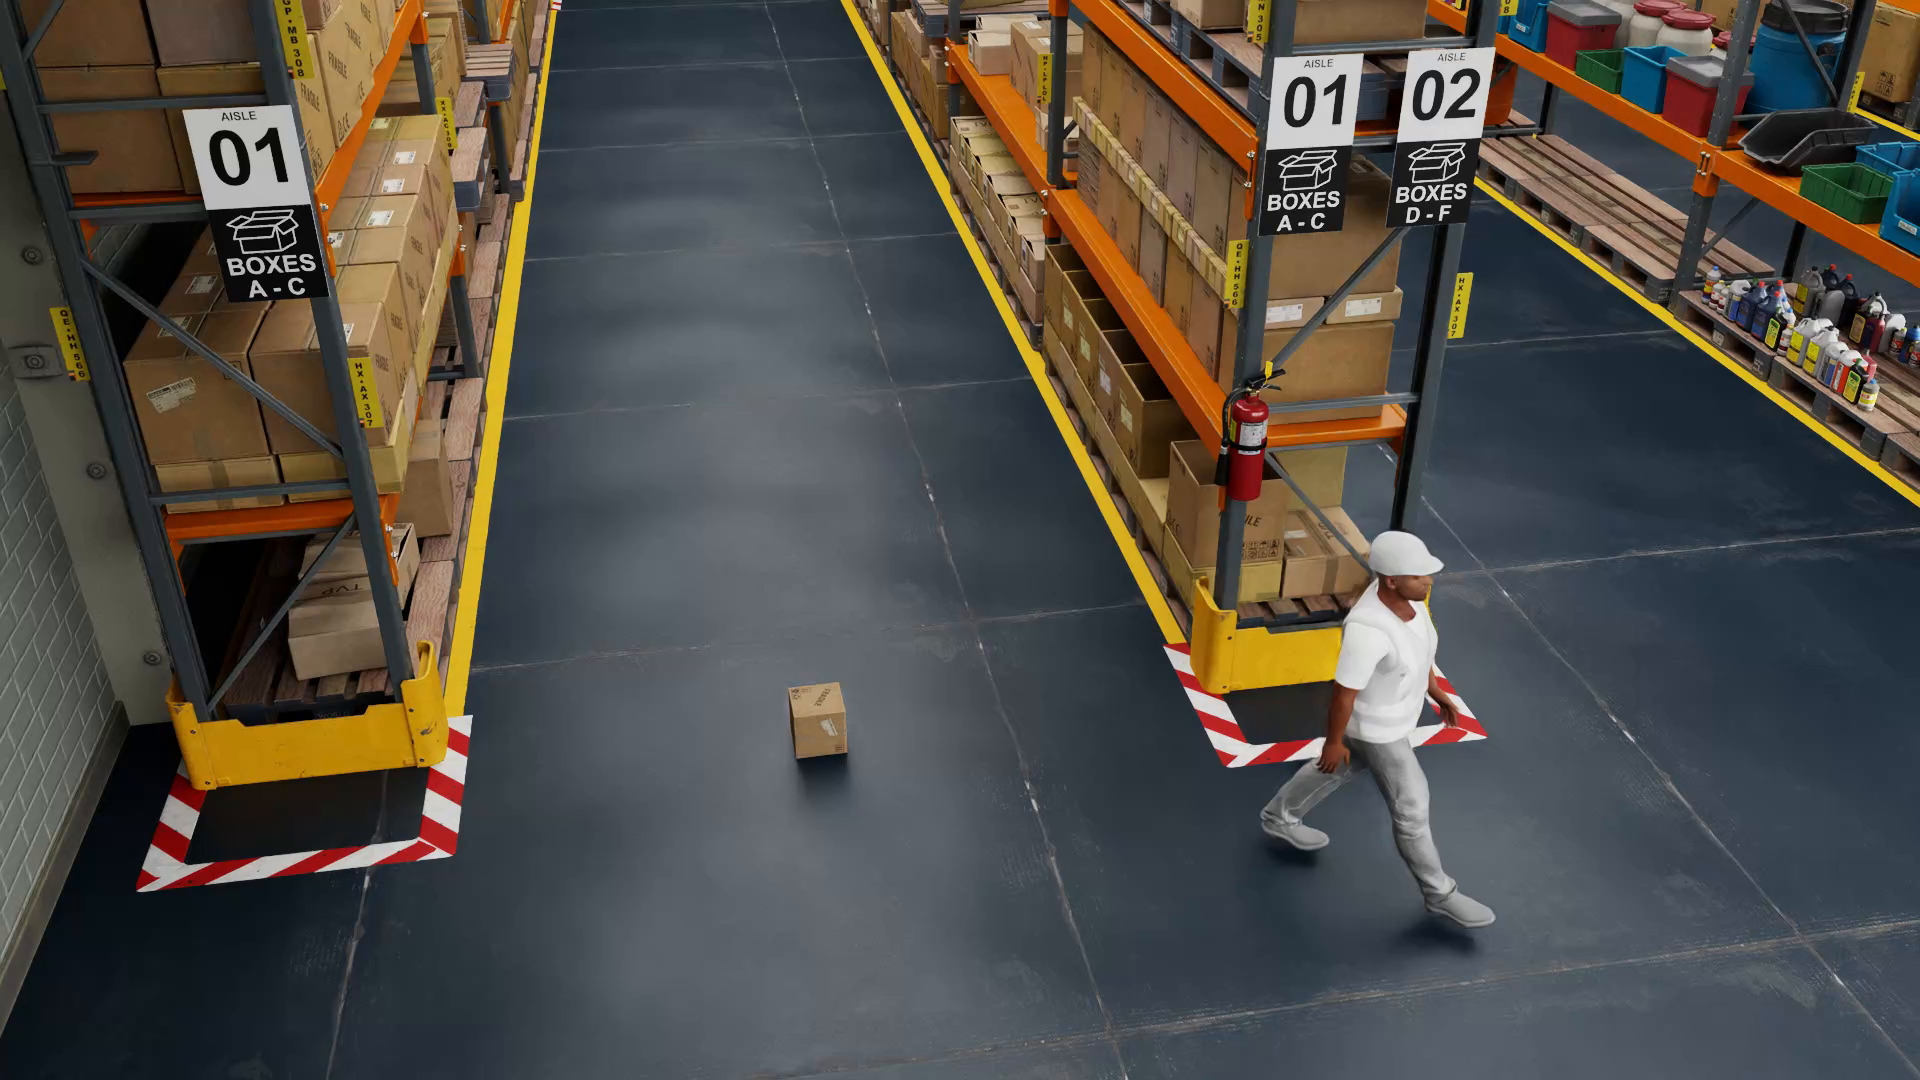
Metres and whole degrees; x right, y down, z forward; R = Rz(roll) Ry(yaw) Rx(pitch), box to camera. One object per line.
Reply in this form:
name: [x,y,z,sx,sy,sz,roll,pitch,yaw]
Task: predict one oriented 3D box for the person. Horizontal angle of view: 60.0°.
person: [1.815,0.728,6.860,1.077,1.707,0.581,14,33,23]
